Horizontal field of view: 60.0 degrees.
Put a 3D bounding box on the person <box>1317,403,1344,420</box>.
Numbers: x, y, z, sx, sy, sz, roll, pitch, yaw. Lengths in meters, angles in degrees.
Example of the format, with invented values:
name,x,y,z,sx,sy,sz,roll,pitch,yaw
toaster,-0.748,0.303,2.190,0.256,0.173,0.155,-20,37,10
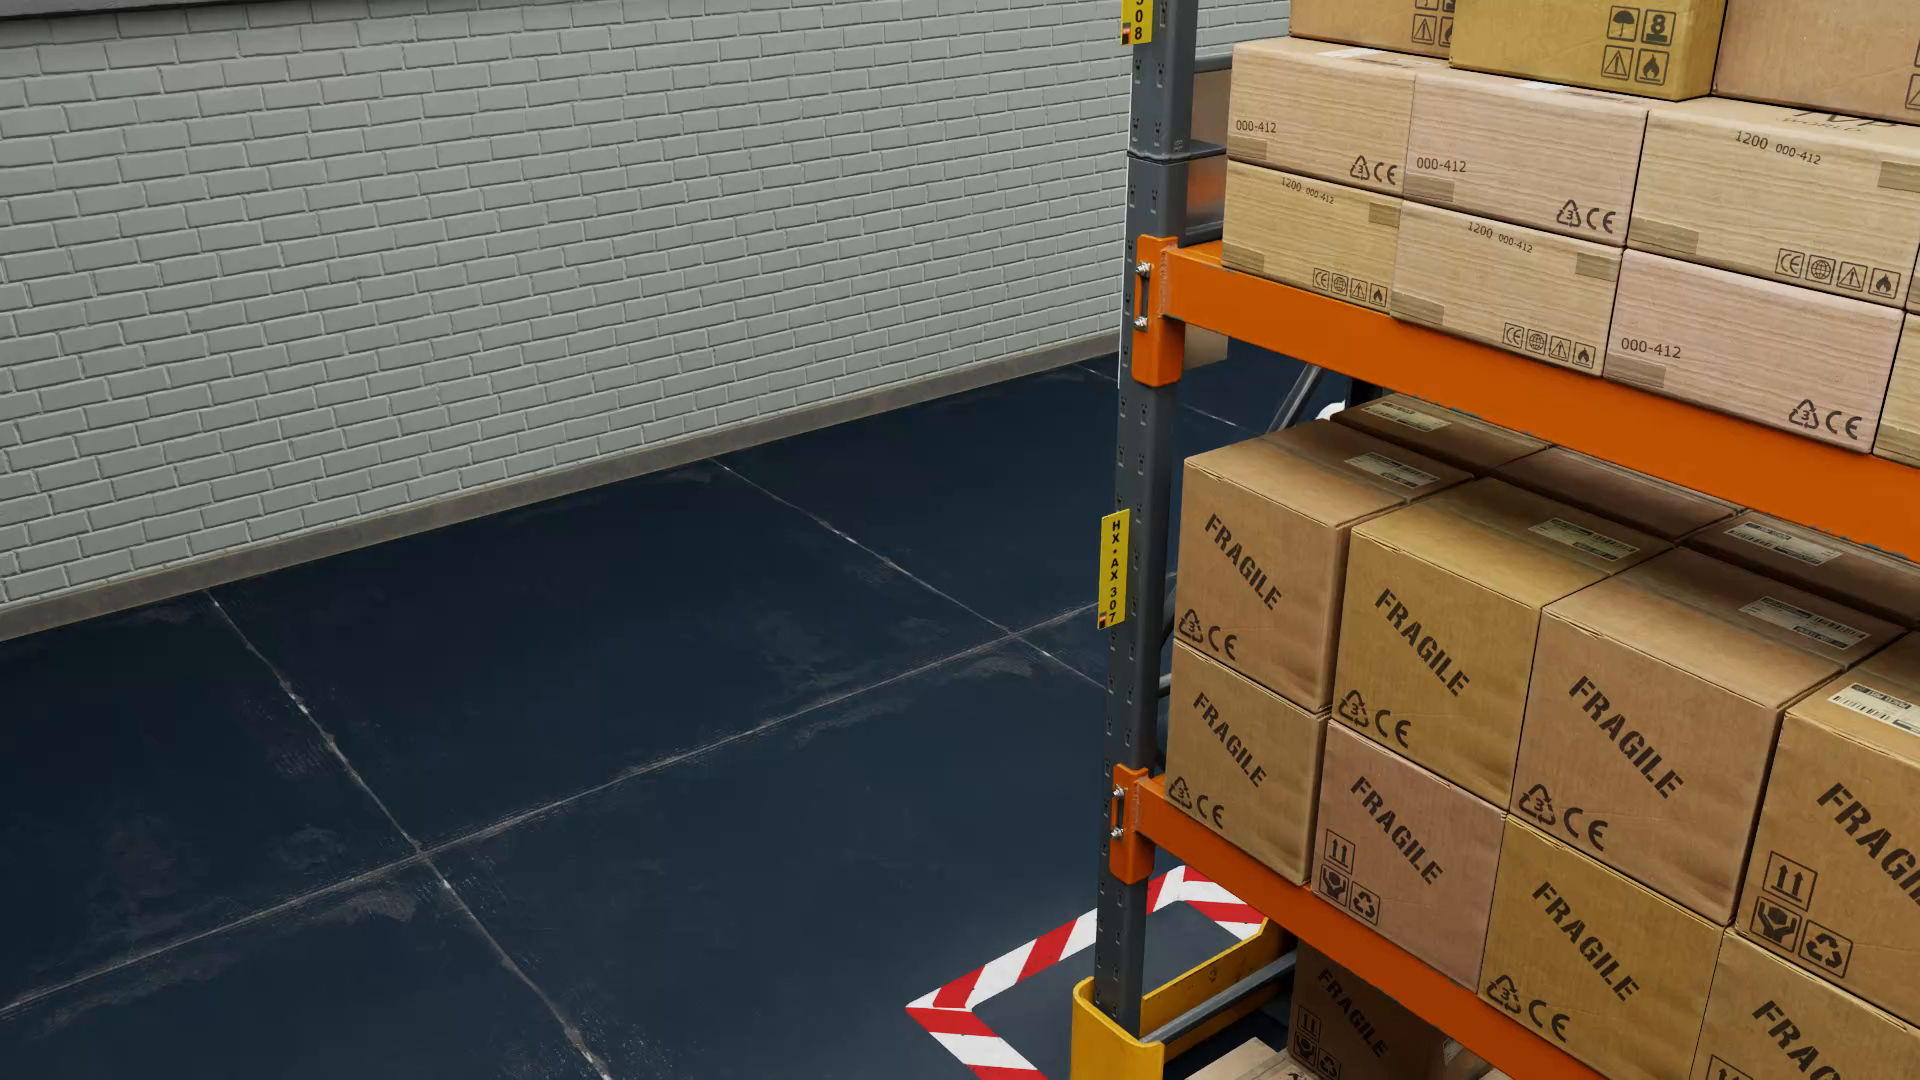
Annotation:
name,x,y,z,sx,sy,sz,roll,pitch,yaw
person,1.387,0.300,6.426,0.732,1.788,0.524,17,30,33
